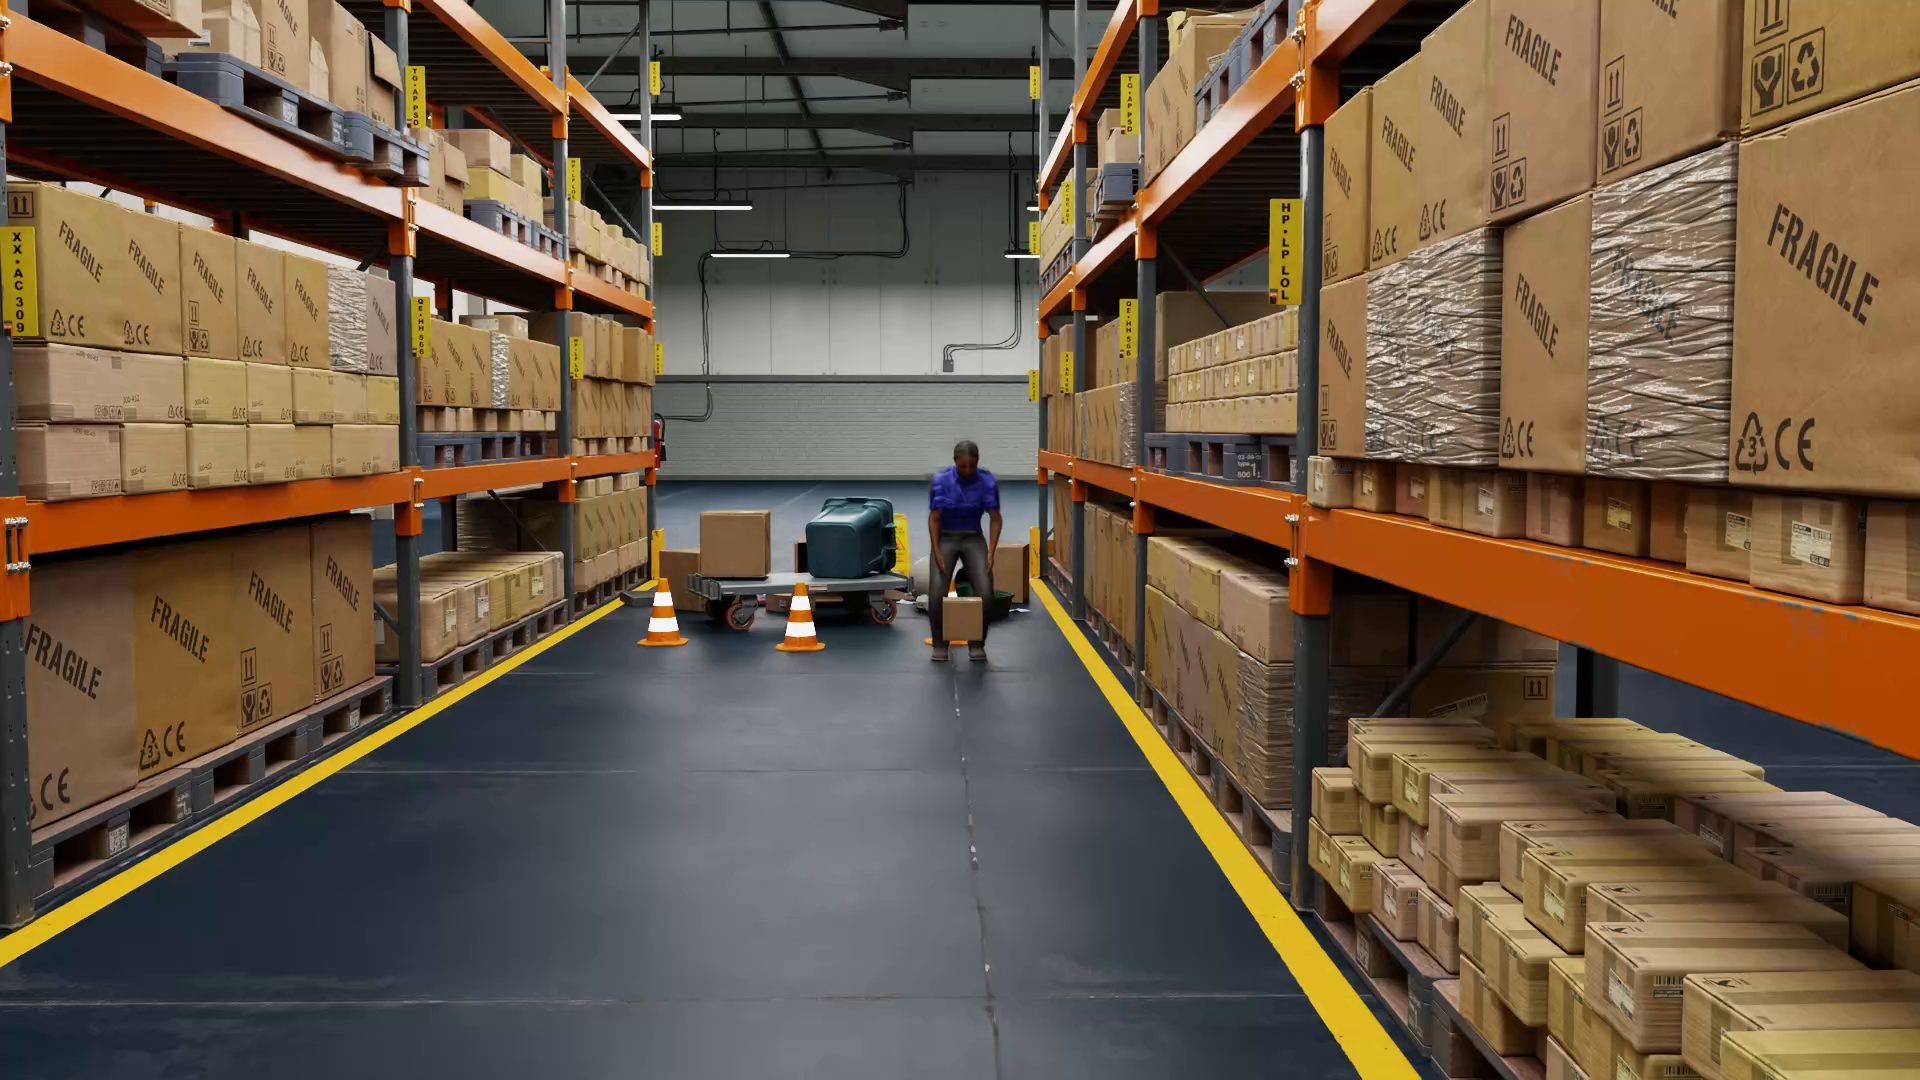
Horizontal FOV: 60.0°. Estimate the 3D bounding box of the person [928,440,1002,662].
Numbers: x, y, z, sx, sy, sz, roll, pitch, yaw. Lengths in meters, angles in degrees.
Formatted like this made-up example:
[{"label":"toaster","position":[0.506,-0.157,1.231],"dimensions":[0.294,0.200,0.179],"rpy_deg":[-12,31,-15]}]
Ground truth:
[{"label":"person","position":[0.033,0.073,11.006],"dimensions":[0.490,1.462,0.556],"rpy_deg":[0,4,-1]}]
